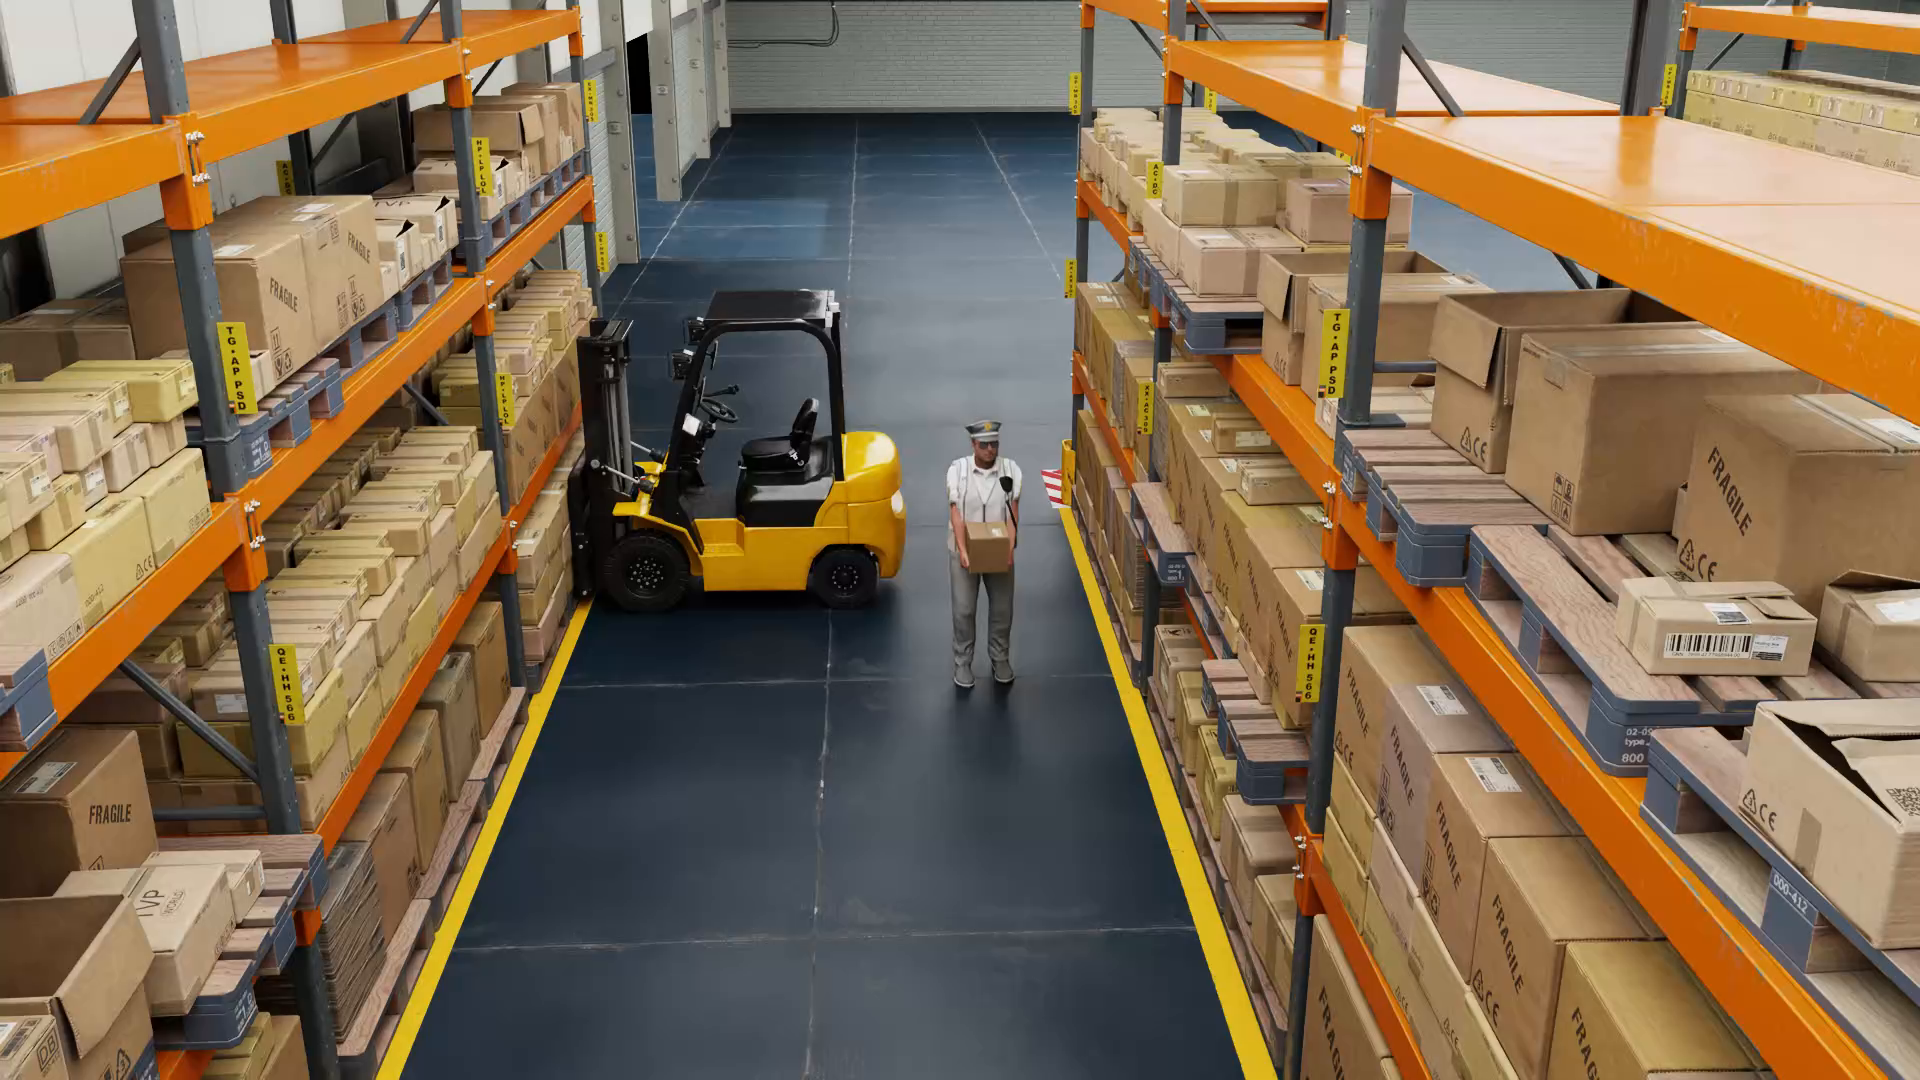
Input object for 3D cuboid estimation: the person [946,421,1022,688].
[{"bbox_3d":[0.168,0.092,10.795,0.490,1.771,0.566,-2,20,-6],"label":"person"}]
